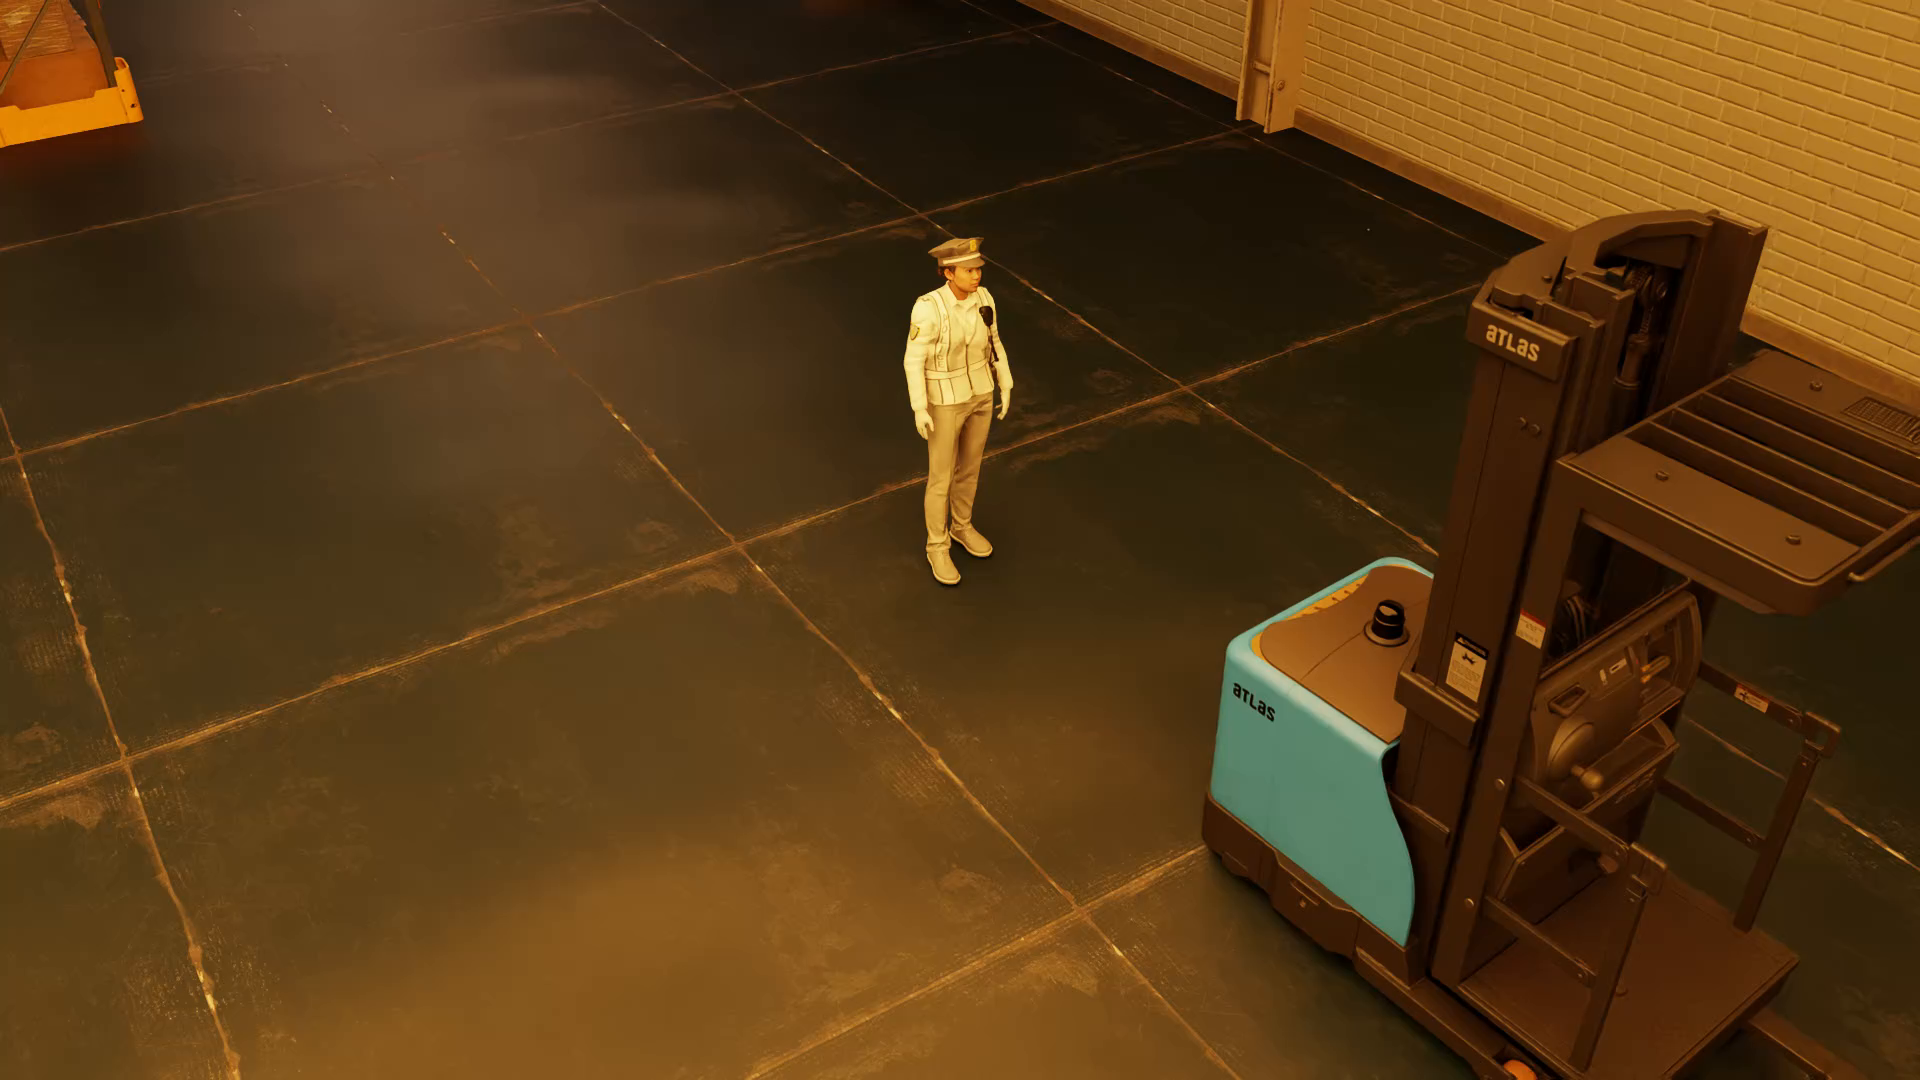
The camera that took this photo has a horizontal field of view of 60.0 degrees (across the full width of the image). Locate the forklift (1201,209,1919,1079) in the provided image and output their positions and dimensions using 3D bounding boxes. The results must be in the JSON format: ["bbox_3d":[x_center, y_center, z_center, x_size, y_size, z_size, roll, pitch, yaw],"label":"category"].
[{"bbox_3d":[2.295,0.562,5.347,1.130,2.935,3.031,-24,42,-30],"label":"forklift"}]

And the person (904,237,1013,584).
[{"bbox_3d":[0.032,-0.664,8.156,0.588,1.695,0.531,-21,40,-27],"label":"person"}]
